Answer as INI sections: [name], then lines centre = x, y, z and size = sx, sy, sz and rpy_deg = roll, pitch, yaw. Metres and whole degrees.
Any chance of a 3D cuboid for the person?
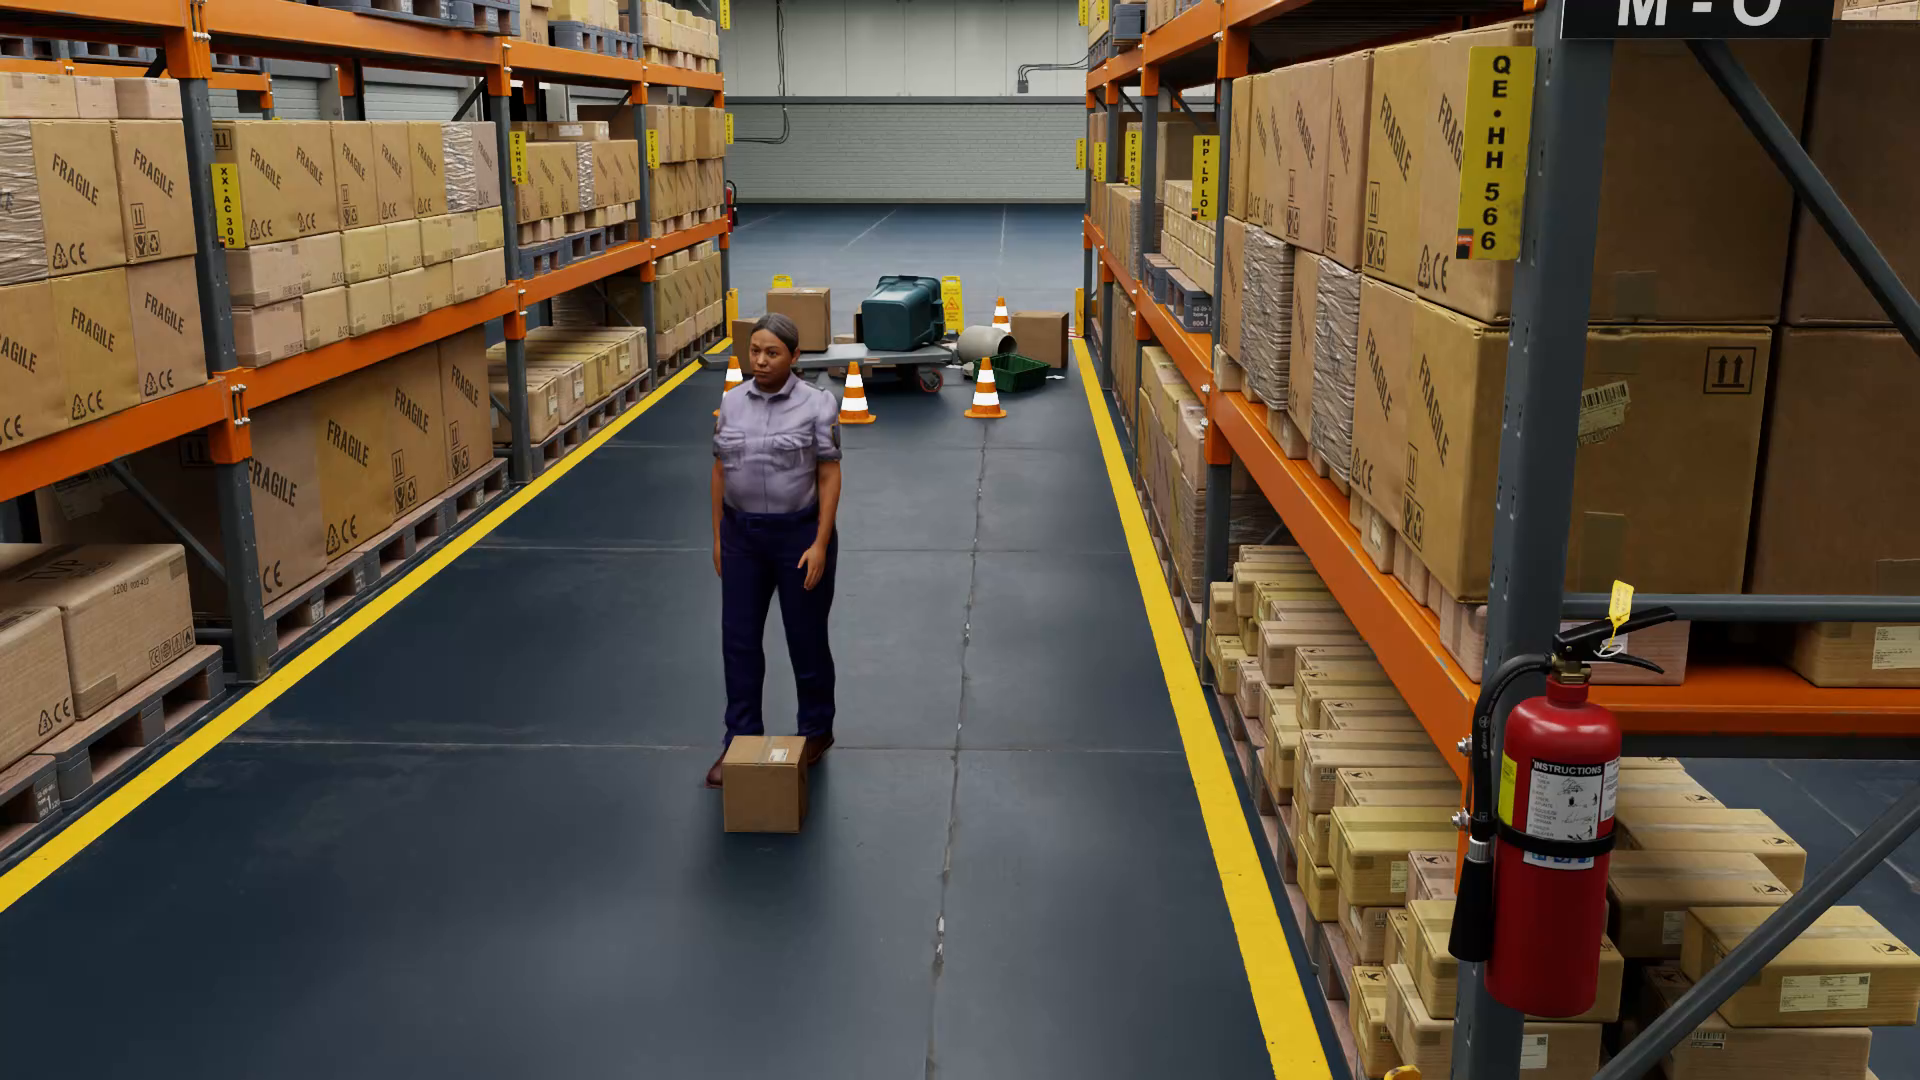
[person]
centre = -0.665, 0.035, 5.887
size = 0.495, 1.668, 0.484
rpy_deg = 4, 14, 14
